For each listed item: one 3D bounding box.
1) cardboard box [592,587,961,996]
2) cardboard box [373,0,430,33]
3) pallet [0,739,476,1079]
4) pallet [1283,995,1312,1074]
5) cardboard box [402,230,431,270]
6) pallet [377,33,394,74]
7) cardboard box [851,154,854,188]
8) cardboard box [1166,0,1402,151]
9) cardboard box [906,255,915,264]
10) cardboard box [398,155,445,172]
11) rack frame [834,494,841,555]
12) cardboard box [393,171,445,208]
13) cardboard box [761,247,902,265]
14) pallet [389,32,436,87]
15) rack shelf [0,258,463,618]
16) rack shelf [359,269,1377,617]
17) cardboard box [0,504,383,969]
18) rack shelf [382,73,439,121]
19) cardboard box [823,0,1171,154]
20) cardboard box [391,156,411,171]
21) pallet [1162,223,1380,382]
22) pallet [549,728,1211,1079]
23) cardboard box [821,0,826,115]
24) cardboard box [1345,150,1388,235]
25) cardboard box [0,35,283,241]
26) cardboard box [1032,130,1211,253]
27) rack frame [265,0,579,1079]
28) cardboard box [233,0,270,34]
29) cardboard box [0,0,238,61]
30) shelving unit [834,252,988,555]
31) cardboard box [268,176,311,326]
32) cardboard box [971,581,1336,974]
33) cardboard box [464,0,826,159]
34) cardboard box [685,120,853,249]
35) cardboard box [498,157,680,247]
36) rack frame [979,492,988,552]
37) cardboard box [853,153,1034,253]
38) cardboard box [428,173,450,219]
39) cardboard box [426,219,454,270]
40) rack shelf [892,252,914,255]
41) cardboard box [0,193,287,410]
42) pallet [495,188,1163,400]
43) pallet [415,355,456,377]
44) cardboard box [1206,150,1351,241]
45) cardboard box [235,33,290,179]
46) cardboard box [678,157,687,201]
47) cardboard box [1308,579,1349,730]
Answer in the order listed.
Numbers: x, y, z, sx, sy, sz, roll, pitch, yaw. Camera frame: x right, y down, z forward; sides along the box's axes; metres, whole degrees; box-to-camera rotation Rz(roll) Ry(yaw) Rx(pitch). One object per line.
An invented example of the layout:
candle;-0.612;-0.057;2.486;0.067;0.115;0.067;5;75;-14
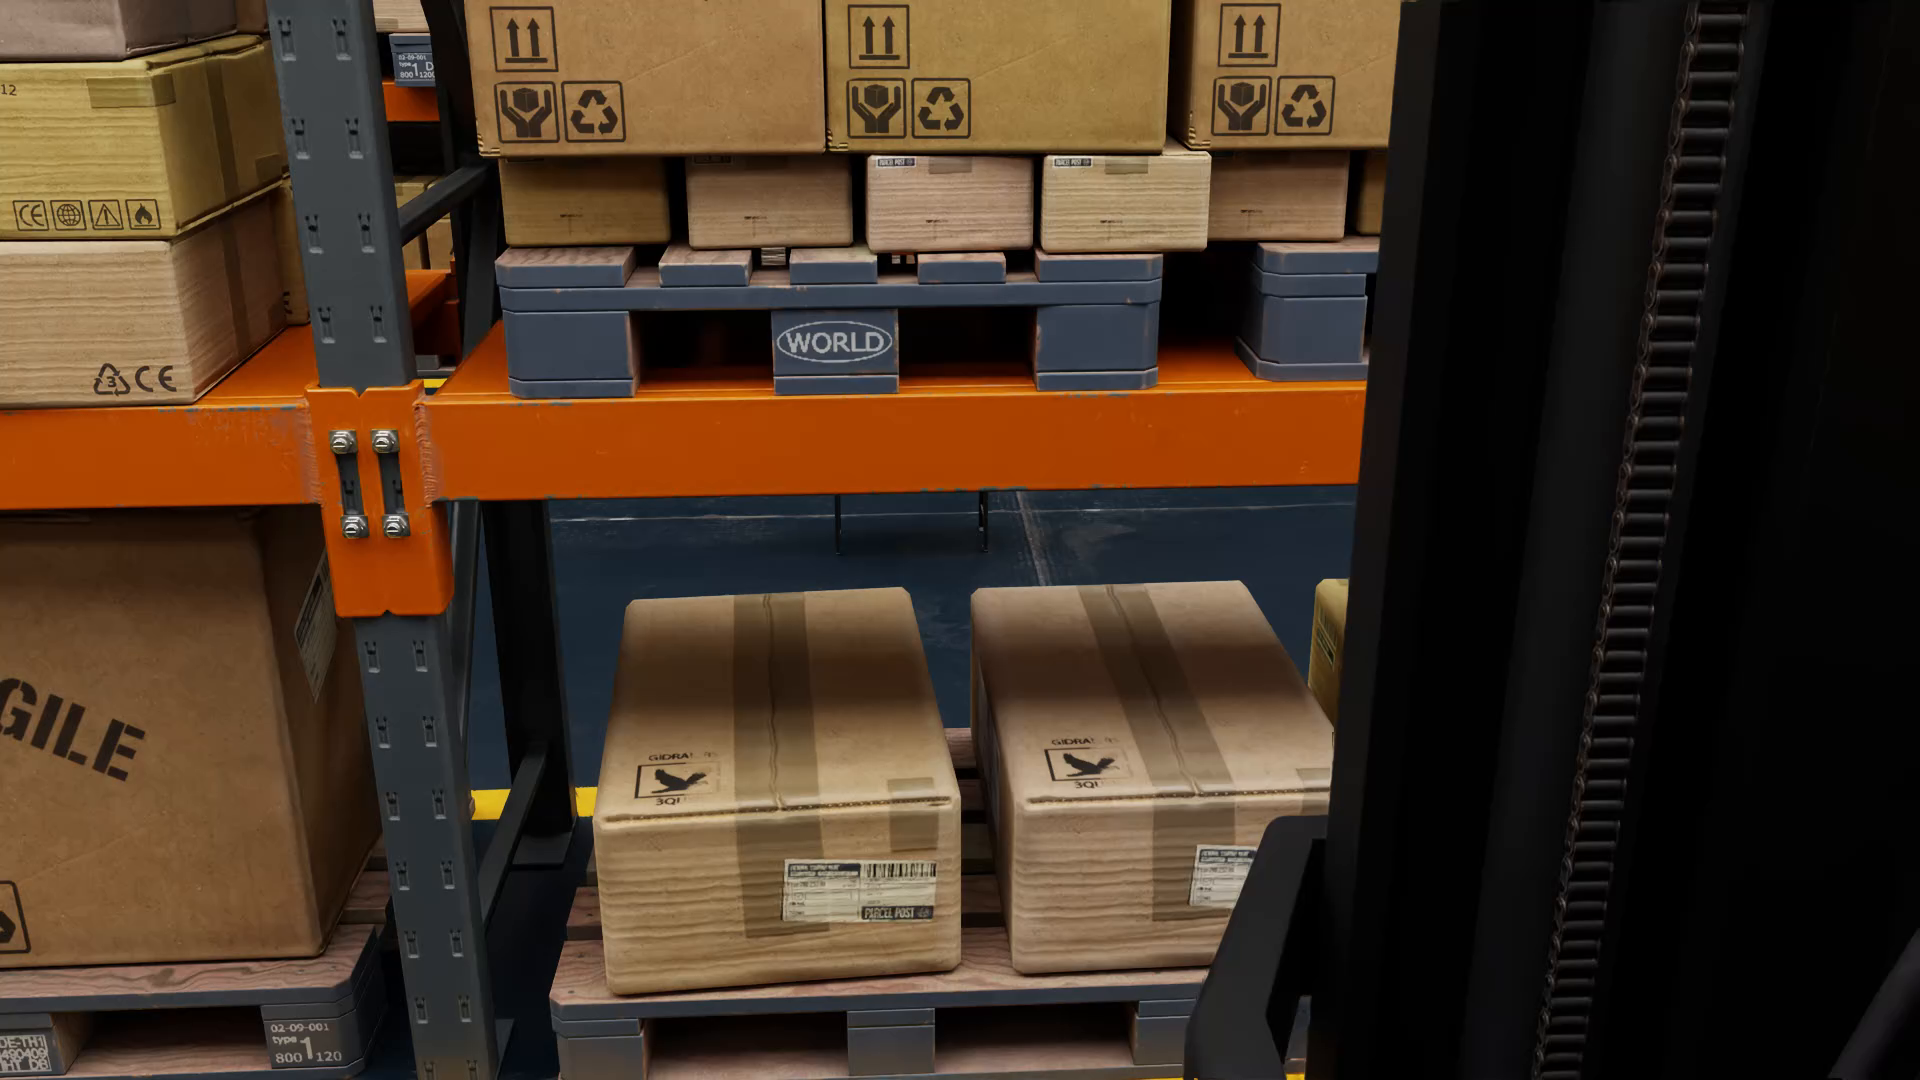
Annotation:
cardboard box;-0.365;0.453;3.318;0.625;0.372;0.950;-3;21;-7
cardboard box;-2.252;-2.324;7.129;0.500;0.250;0.500;-2;21;-6
pallet;-1.722;0.722;3.428;1.213;0.211;1.003;-1;21;-3
pallet;1.065;0.694;3.503;1.213;0.211;1.003;-1;21;-3
cardboard box;-2.650;-1.259;7.635;0.500;0.500;0.500;0;21;-1
pallet;-3.158;-2.203;7.461;1.213;0.211;1.003;-1;21;-3
cardboard box;-0.104;-0.792;3.248;0.250;0.149;0.380;-1;21;-4
cardboard box;0.582;-0.906;2.636;0.500;0.500;0.500;-1;21;-2
cardboard box;0.058;-1.444;7.946;0.625;0.625;0.875;0;21;-1
cardboard box;-2.543;-1.763;8.048;0.250;0.149;0.380;-2;21;-6
rack frame;-0.409;-0.552;5.386;0.015;1.200;0.240;-1;21;-3
cardboard box;-2.498;-1.570;7.539;0.250;0.149;0.380;-1;21;-1
cardboard box;-0.594;-1.428;7.903;0.625;0.625;0.875;-1;21;-1
pallet;-1.890;-2.205;7.468;1.003;0.211;1.213;-1;21;-3
rack shelf;-2.927;-0.194;2.925;4.000;0.370;1.077;-1;21;-3
rack shelf;1.067;-0.275;3.139;4.000;0.370;1.077;-1;21;-3
cardboard box;-1.624;0.211;3.248;0.875;0.875;0.875;-1;21;-4
rack shelf;-3.214;-1.957;7.556;4.000;0.370;1.077;-1;21;-3
cardboard box;0.052;-0.893;2.601;0.500;0.500;0.500;0;21;0
cardboard box;-2.801;-1.741;7.988;0.250;0.149;0.380;-2;21;-4
pallet;1.044;-0.536;3.082;1.213;0.211;1.003;-1;21;-3
pallet;-0.150;0.717;3.440;1.213;0.211;1.003;-1;21;-3
cardboard box;-0.492;-1.061;3.042;0.500;0.500;0.500;-2;21;-5
cardboard box;0.757;-0.623;2.806;0.250;0.149;0.380;0;21;-1
cardboard box;-1.399;-0.634;2.579;0.500;0.250;0.500;-1;21;-3
cardboard box;0.241;-0.571;2.669;0.250;0.149;0.380;-1;21;-3
rack frame;-0.930;-0.571;2.904;0.127;3.000;1.000;-1;21;-3
cardboard box;-1.436;-1.161;2.910;0.500;0.500;0.500;-2;21;-5
cardboard box;-1.431;-0.981;2.437;0.500;0.500;0.500;-2;21;-5
shelving unit;-0.165;-0.557;5.399;0.503;1.200;0.258;-1;21;-3
cardboard box;-1.433;-0.580;3.139;0.500;0.250;0.500;-2;21;-4
cardboard box;0.371;0.435;3.364;0.625;0.372;0.950;-2;21;-4
cardboard box;-0.468;-0.880;2.567;0.500;0.500;0.500;-2;21;-5
cardboard box;-0.311;-0.584;2.702;0.250;0.149;0.380;-2;21;-6
cardboard box;-0.595;-0.590;2.718;0.250;0.149;0.380;-2;21;-6
rack frame;0.078;-0.562;5.412;0.015;1.200;0.240;-1;21;-3
cardboard box;-0.035;-0.573;2.673;0.250;0.149;0.380;-3;21;-7
cardboard box;-2.232;-1.559;7.511;0.250;0.149;0.380;-2;21;-5
cardboard box;-2.127;-1.270;7.665;0.500;0.500;0.500;-1;21;-4
rack shelf;-0.165;-0.925;5.259;0.480;0.148;0.258;-1;21;-3
cardboard box;-1.420;-0.398;2.661;0.500;0.250;0.500;-2;21;-5
pallet;-0.225;-0.533;3.075;1.003;0.211;1.213;-1;21;-3
pallet;-1.965;-1.029;8.027;1.213;0.211;1.003;-1;21;-3
cardboard box;0.477;-0.604;2.754;0.250;0.149;0.380;0;21;0
cardboard box;-1.450;-0.812;3.045;0.500;0.250;0.500;-1;21;-3
cardboard box;-0.616;-0.740;3.111;0.250;0.149;0.380;0;21;-1
cardboard box;1.128;0.422;3.400;0.625;0.372;0.950;0;21;-1
